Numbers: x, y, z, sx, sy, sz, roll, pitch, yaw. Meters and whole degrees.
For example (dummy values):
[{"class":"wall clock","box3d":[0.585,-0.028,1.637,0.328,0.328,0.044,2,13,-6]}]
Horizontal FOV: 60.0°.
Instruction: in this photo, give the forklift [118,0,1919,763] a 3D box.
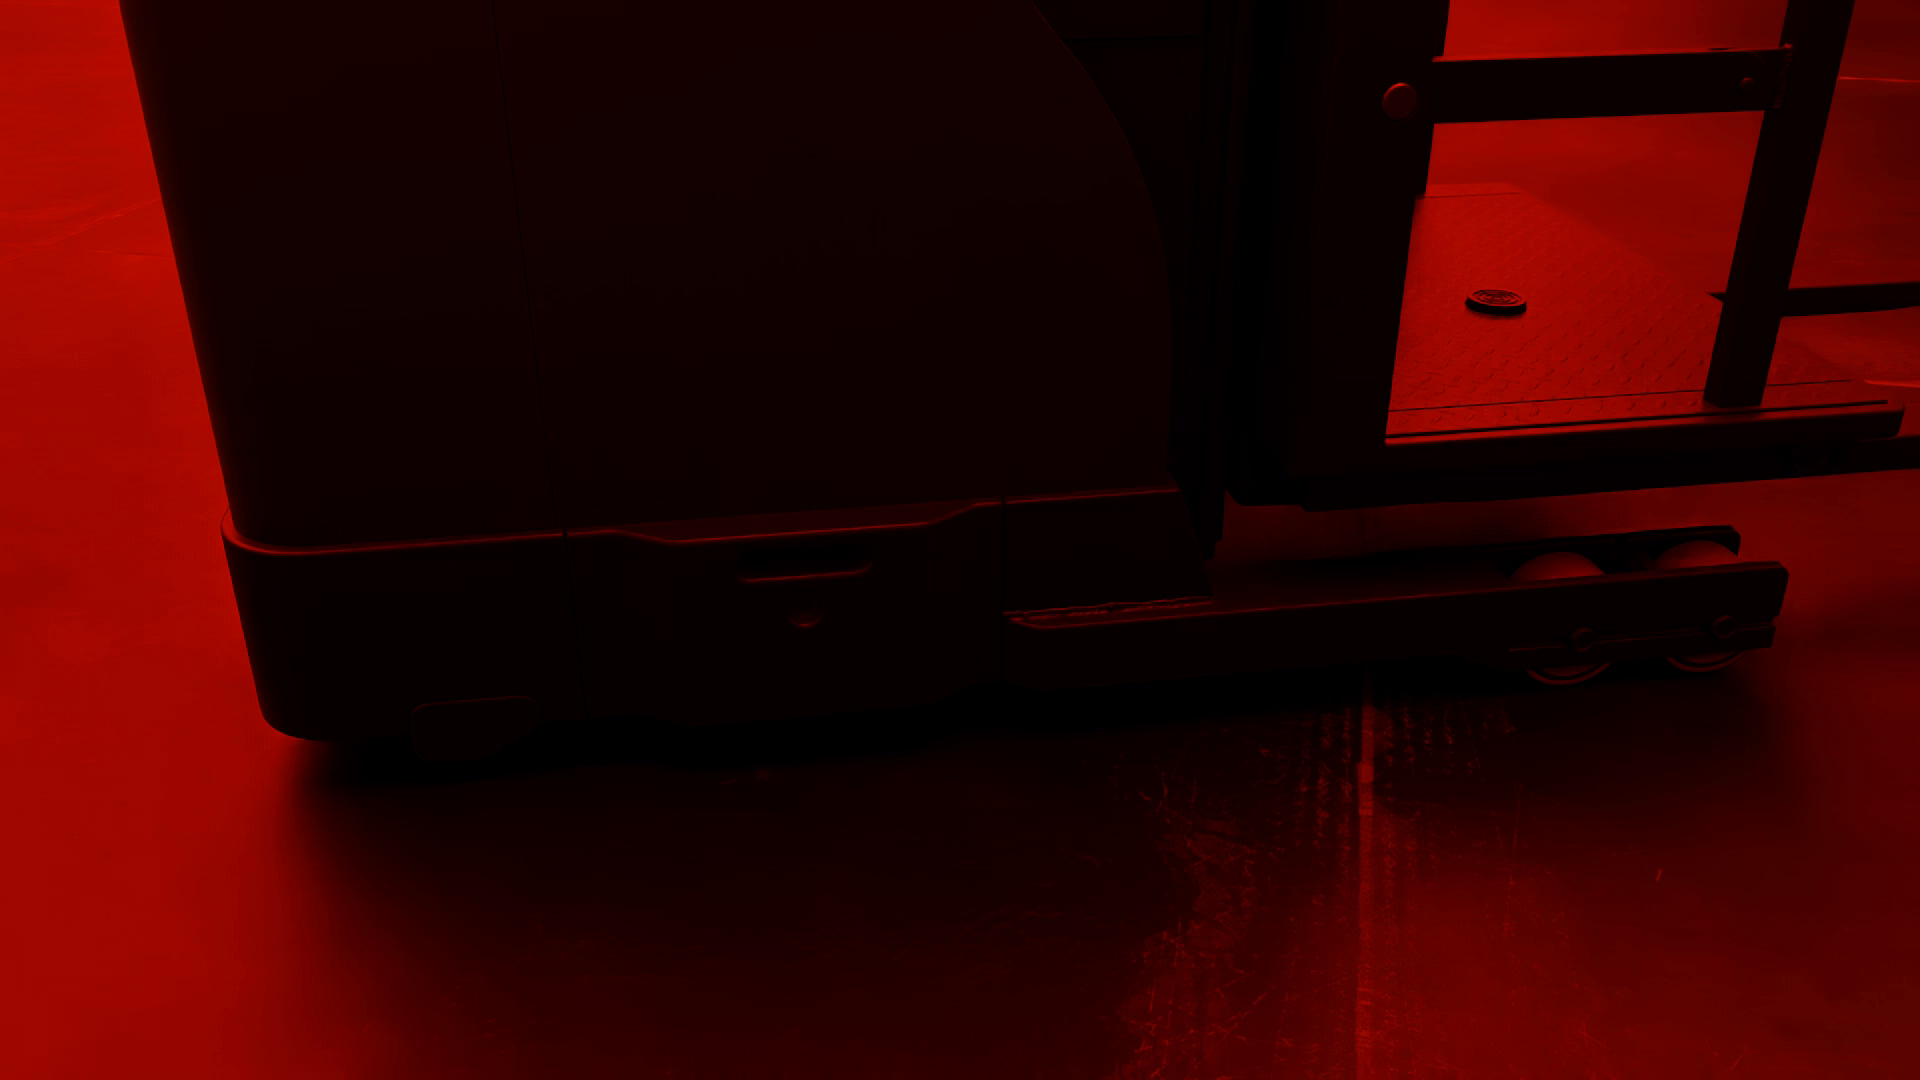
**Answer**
[{"class":"forklift","box3d":[0.600,-1.354,1.930,3.031,2.935,1.130,-4,27,-9]}]
